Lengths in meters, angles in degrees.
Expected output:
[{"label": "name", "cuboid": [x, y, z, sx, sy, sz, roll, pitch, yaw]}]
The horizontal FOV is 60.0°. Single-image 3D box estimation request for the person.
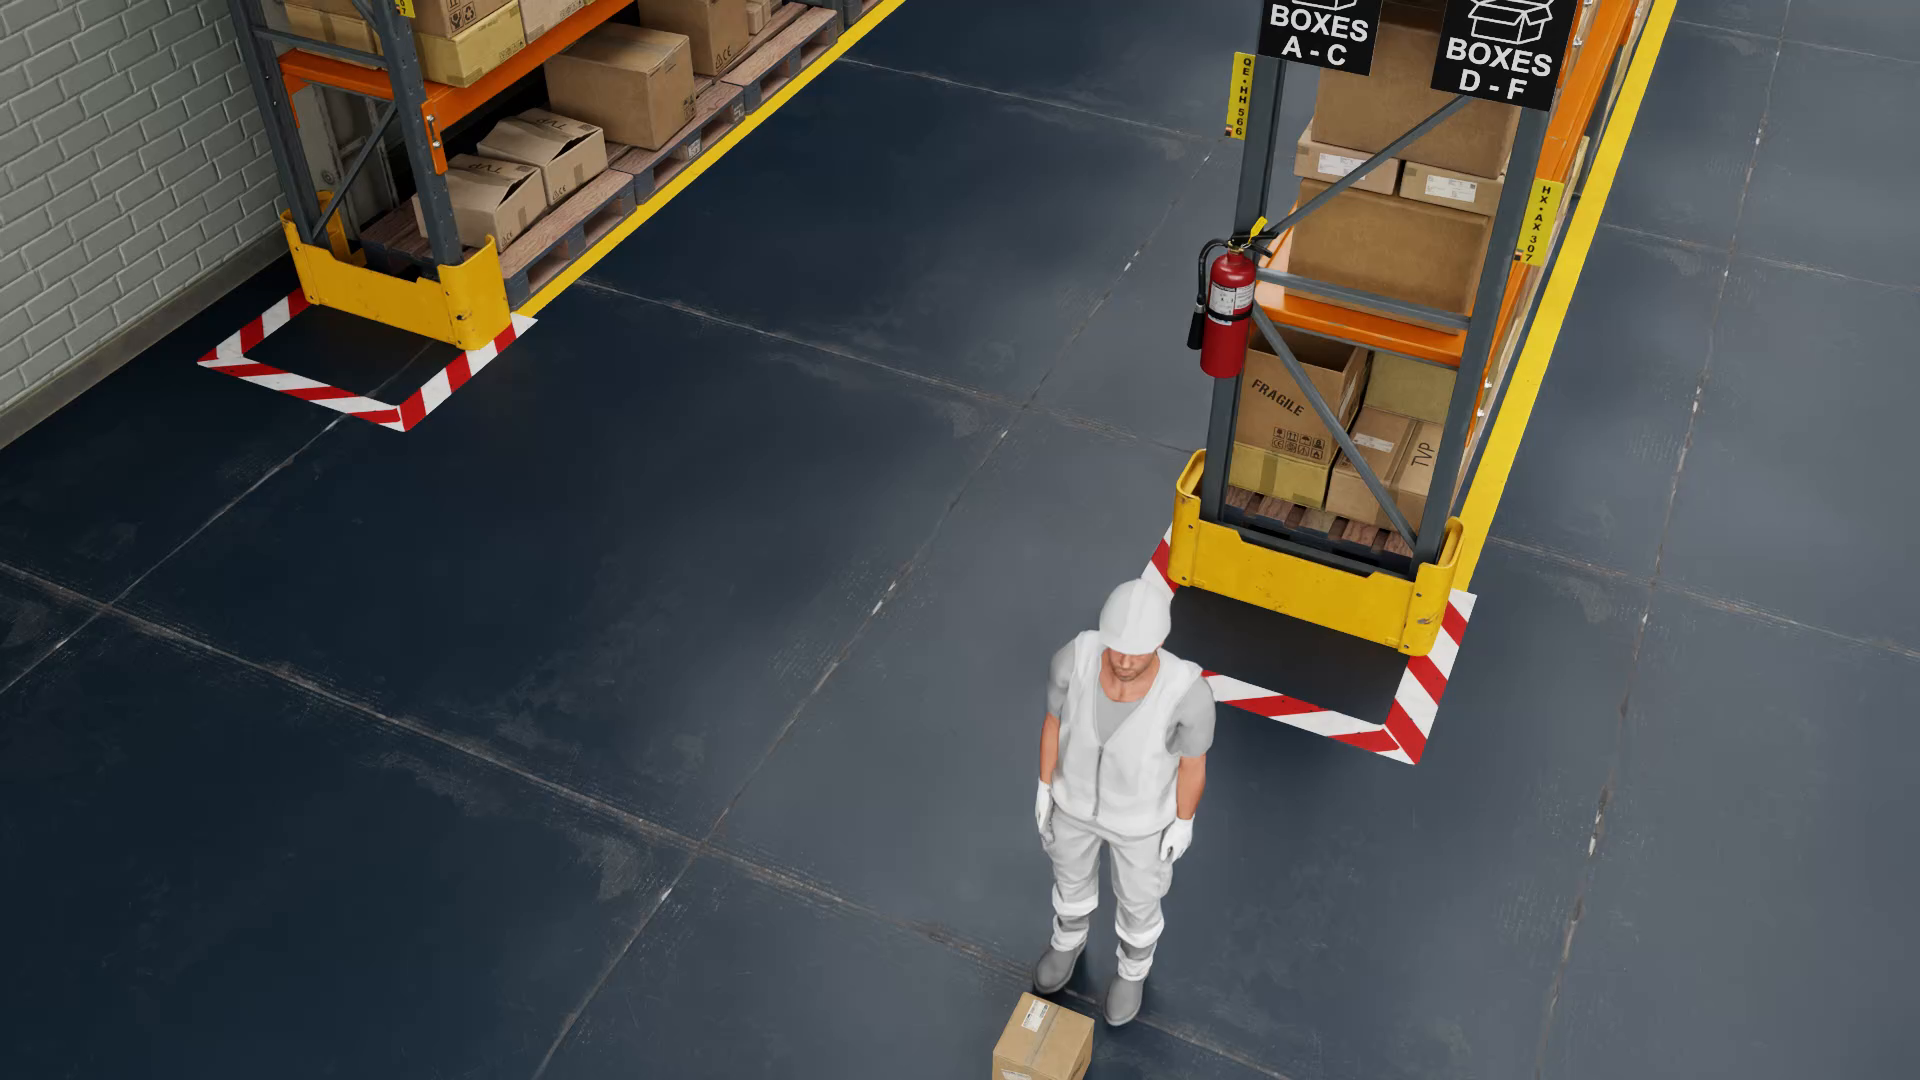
[{"label": "person", "cuboid": [0.479, 0.833, 5.201, 0.526, 1.793, 0.374, 18, 45, 19]}]
